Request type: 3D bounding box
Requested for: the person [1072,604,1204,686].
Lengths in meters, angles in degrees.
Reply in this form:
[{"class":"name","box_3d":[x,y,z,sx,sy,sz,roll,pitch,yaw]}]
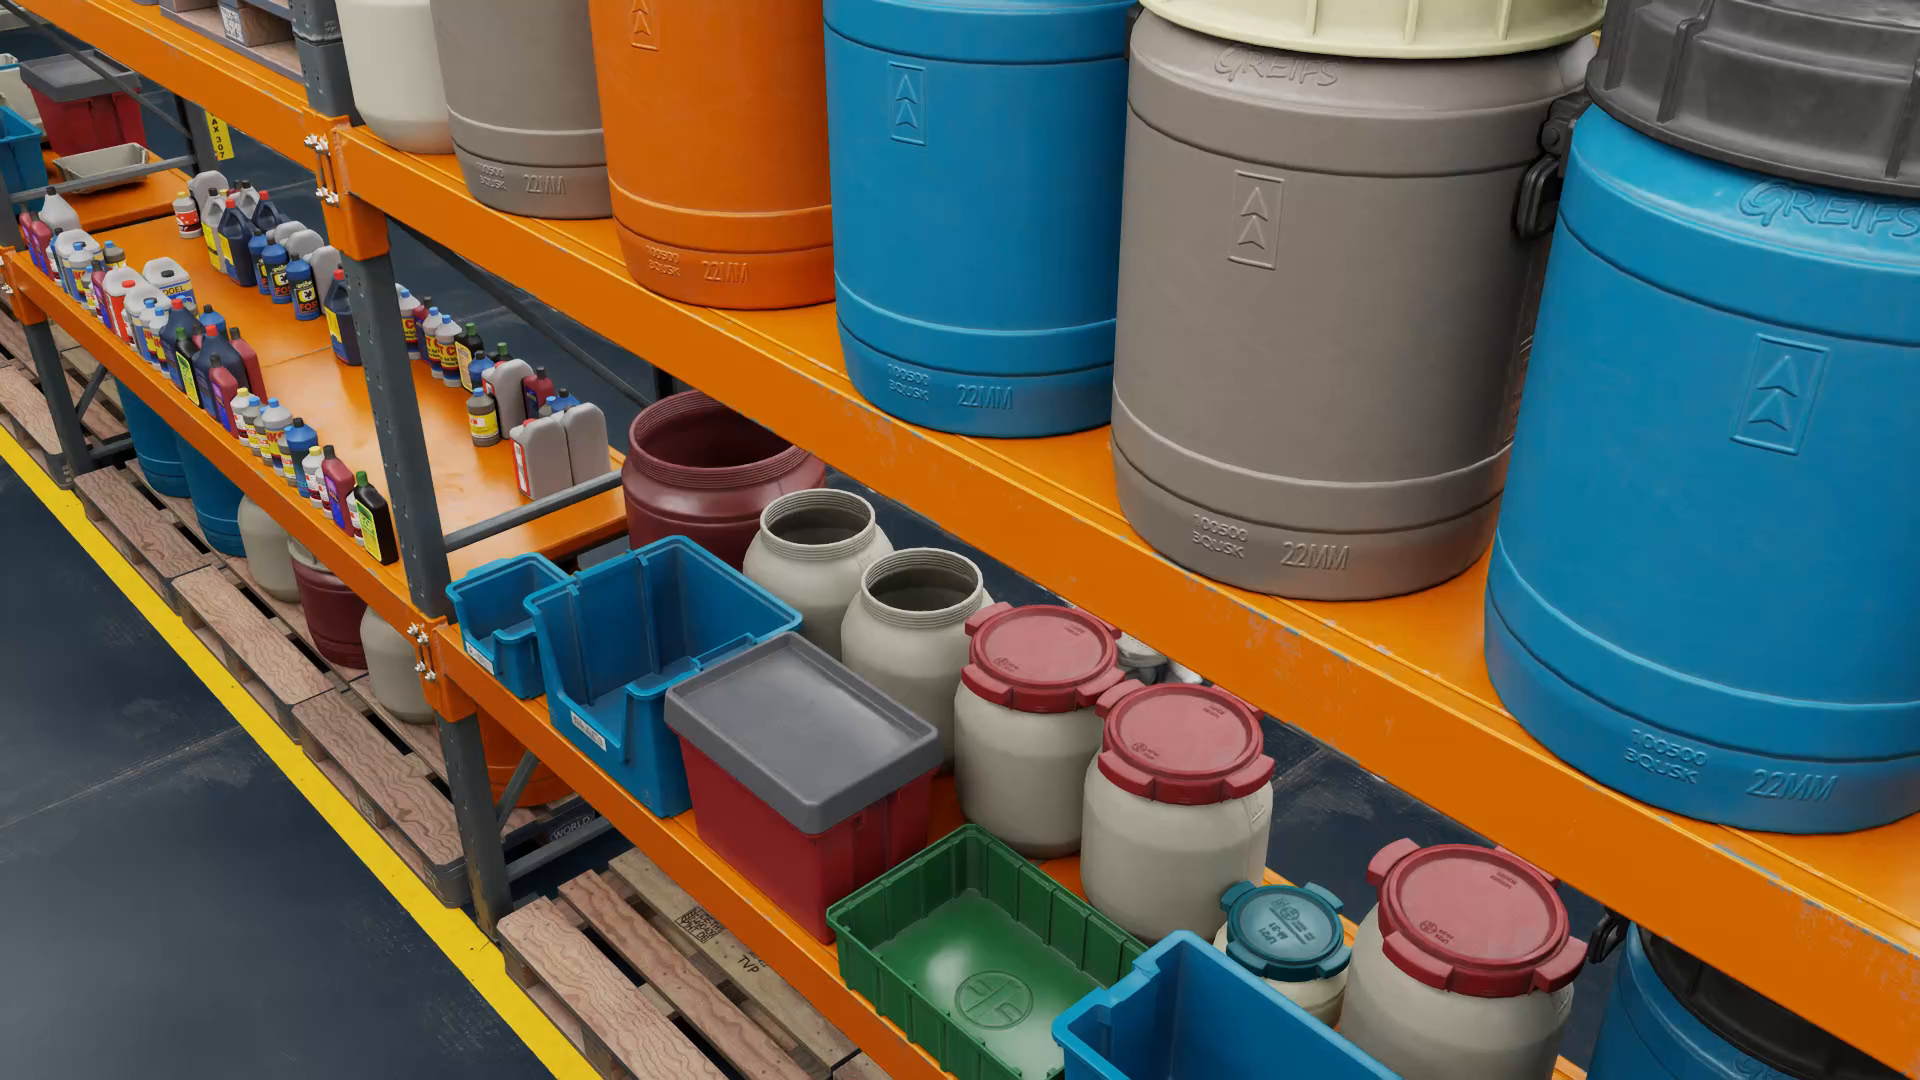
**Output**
[{"class":"person","box_3d":[0.800,0.198,6.544,0.881,1.007,0.575,-26,40,-35]}]
